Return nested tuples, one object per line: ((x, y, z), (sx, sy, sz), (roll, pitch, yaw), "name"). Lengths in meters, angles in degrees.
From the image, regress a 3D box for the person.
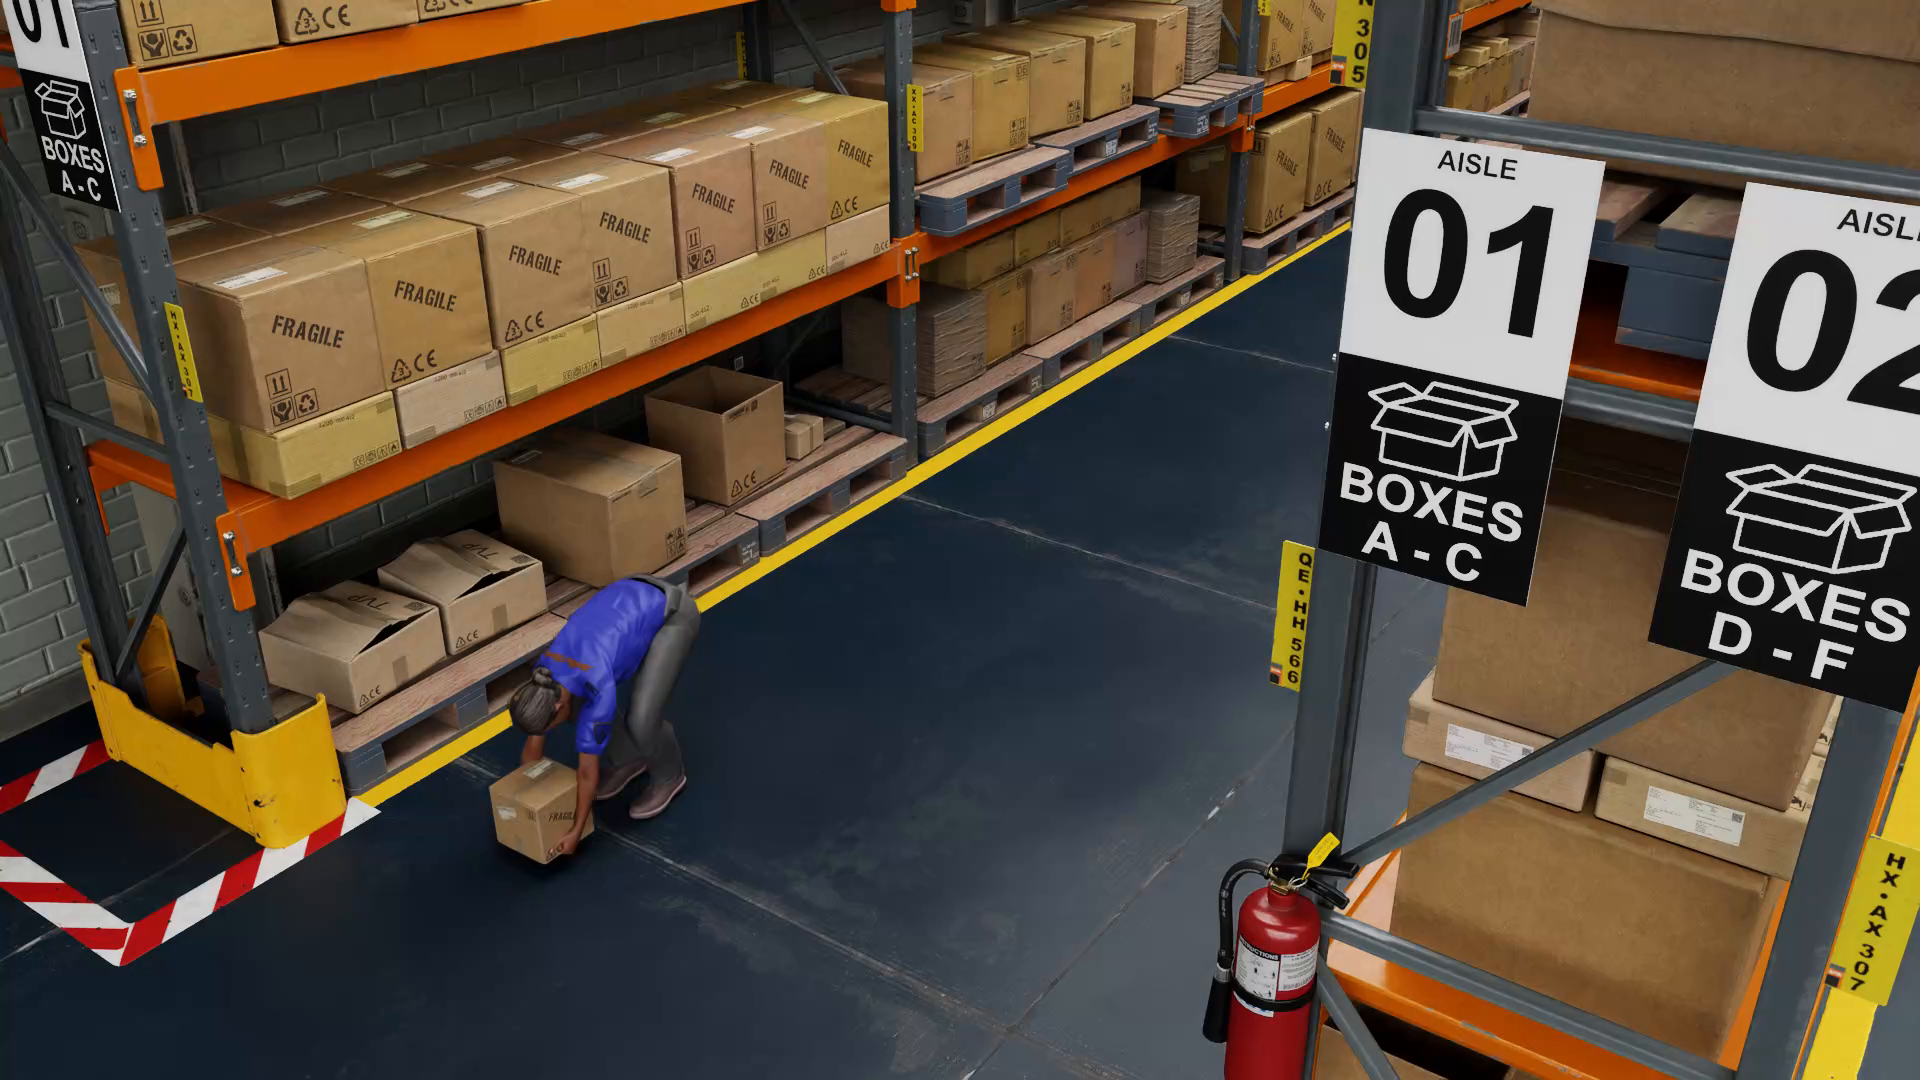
((-1.322, 0.646, 6.221), (0.443, 0.876, 0.883), (16, 31, 28), "person")
